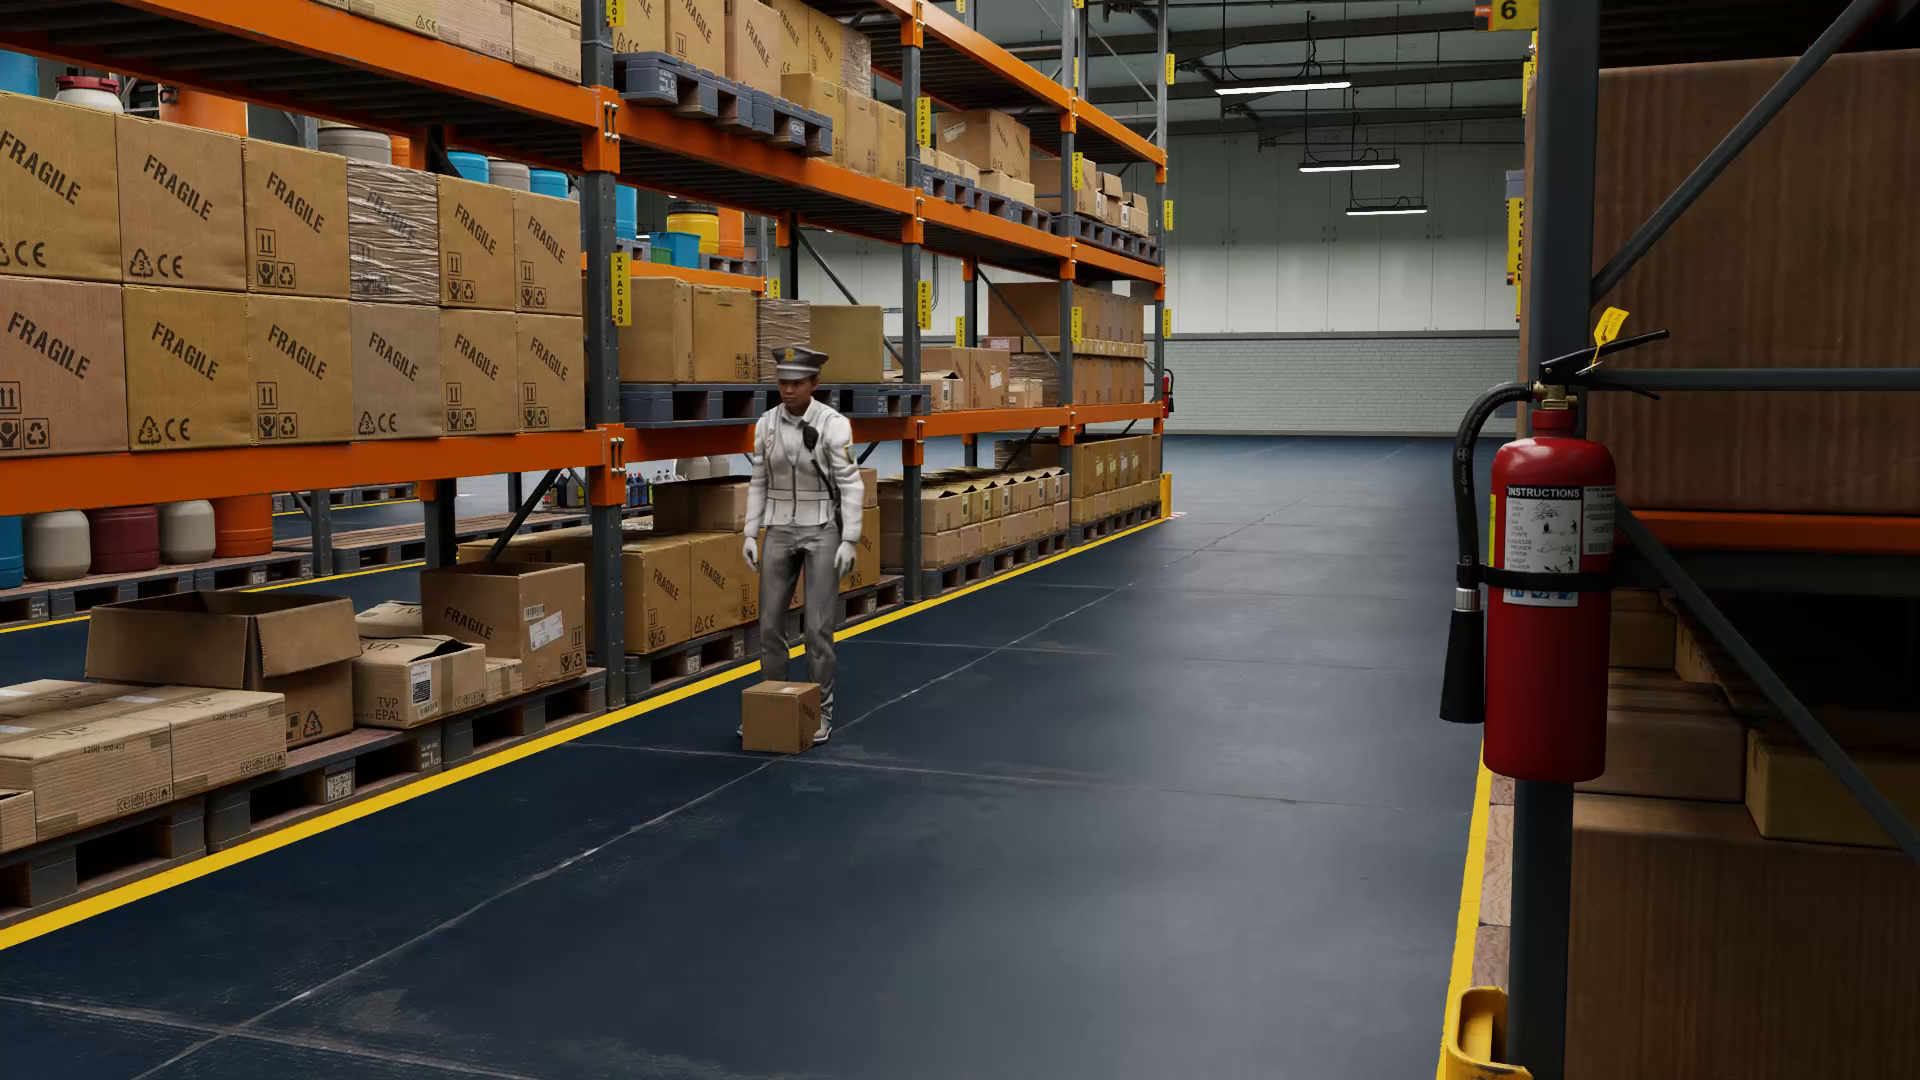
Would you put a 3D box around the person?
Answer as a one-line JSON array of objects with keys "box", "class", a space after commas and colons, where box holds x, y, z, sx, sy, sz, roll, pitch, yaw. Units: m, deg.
[{"box": [-0.678, 0.014, 7.076, 0.533, 1.663, 0.404, 2, 6, 18], "class": "person"}]
